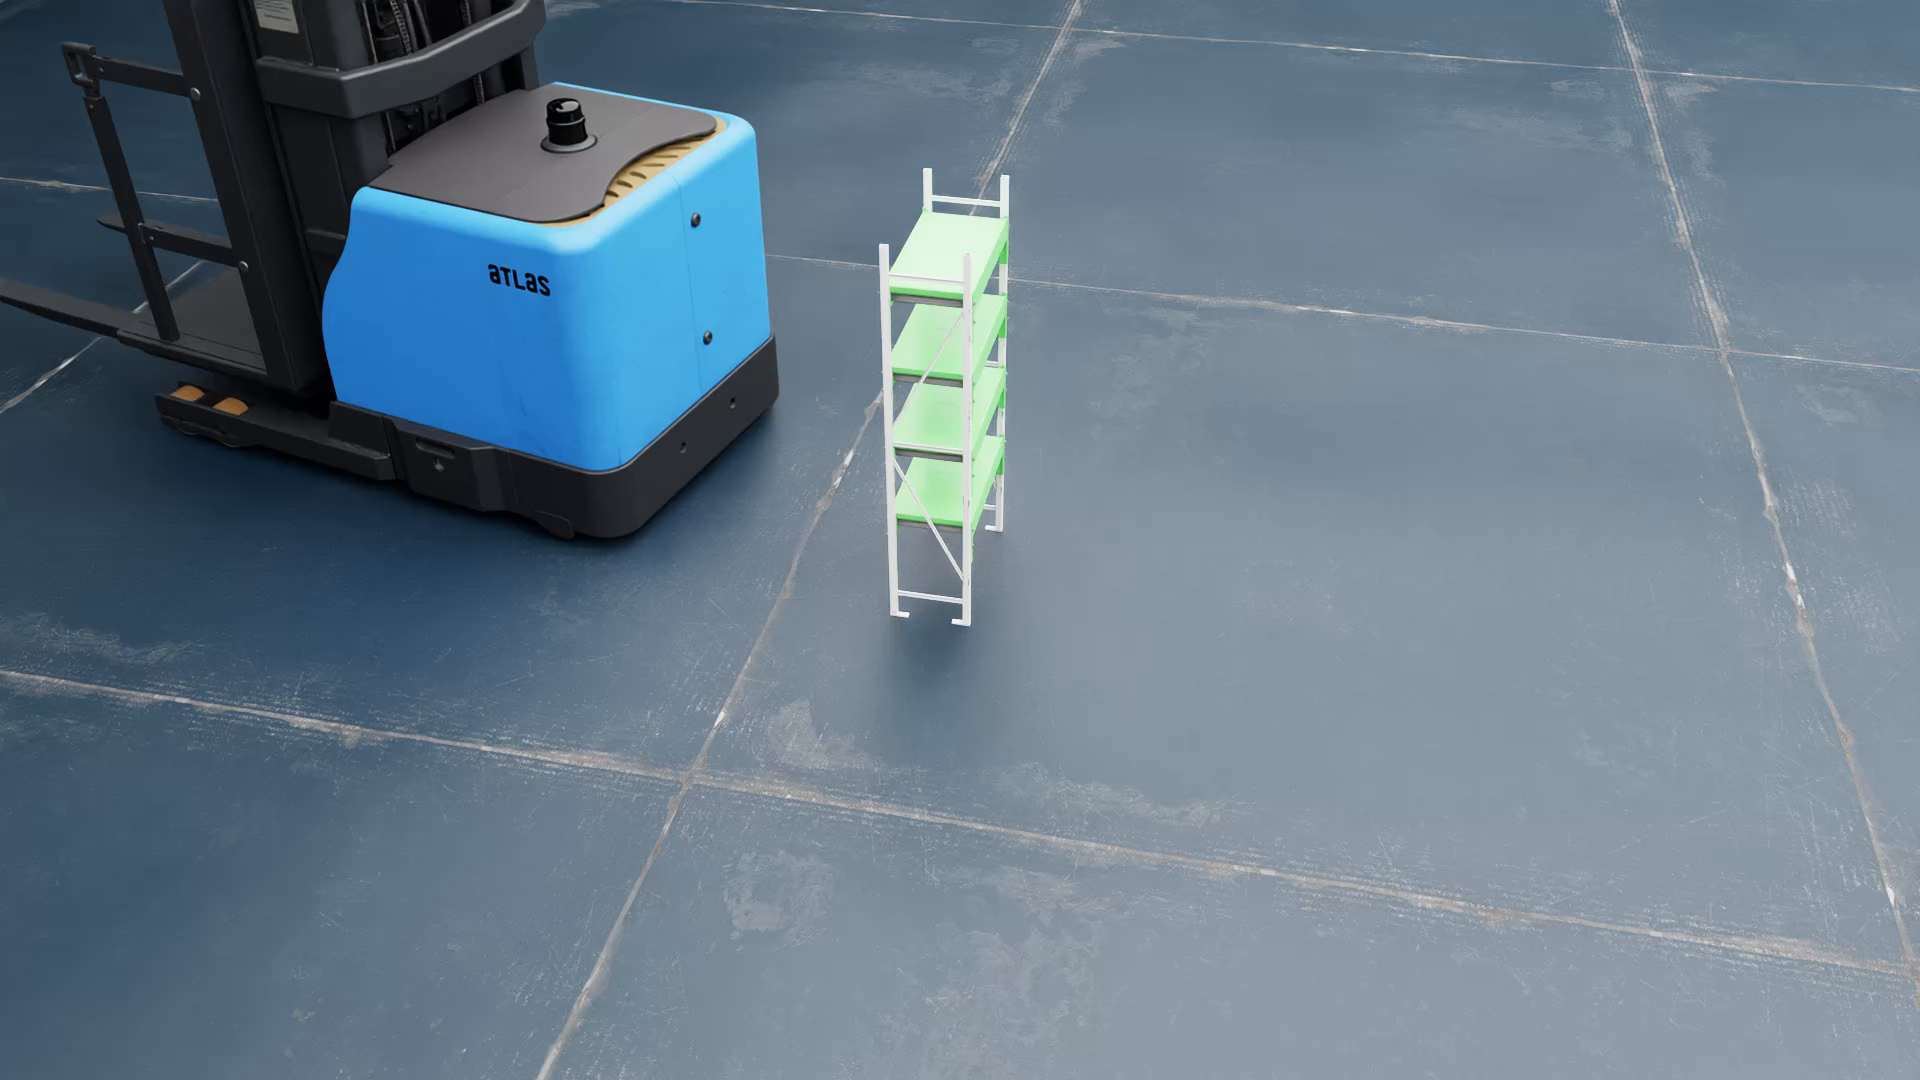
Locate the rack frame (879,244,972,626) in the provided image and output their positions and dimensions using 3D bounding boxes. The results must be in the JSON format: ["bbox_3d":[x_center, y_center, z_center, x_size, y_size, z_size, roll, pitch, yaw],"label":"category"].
[{"bbox_3d":[-0.087,-0.251,4.574,0.240,1.200,0.015,7,37,10],"label":"rack frame"}]

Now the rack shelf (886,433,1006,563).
[{"bbox_3d":[-0.035,-0.145,4.945,0.258,0.148,0.480,7,37,10],"label":"rack shelf"}]

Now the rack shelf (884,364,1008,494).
[{"bbox_3d":[-0.035,-0.339,4.804,0.258,0.148,0.480,7,37,10],"label":"rack shelf"}]

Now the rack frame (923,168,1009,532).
[{"bbox_3d":[0.017,-0.531,4.960,0.240,1.200,0.015,7,37,10],"label":"rack frame"}]

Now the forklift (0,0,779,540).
[{"bbox_3d":[-2.193,-1.766,5.190,3.031,2.935,1.130,15,39,20],"label":"forklift"}]

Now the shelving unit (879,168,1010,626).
[{"bbox_3d":[-0.035,-0.391,4.767,0.258,1.200,0.503,7,37,10],"label":"shelving unit"}]

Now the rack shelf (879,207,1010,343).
[{"bbox_3d":[-0.035,-0.728,4.523,0.258,0.148,0.480,7,37,10],"label":"rack shelf"}]

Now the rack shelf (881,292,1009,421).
[{"bbox_3d":[-0.035,-0.534,4.664,0.258,0.148,0.480,7,37,10],"label":"rack shelf"}]
